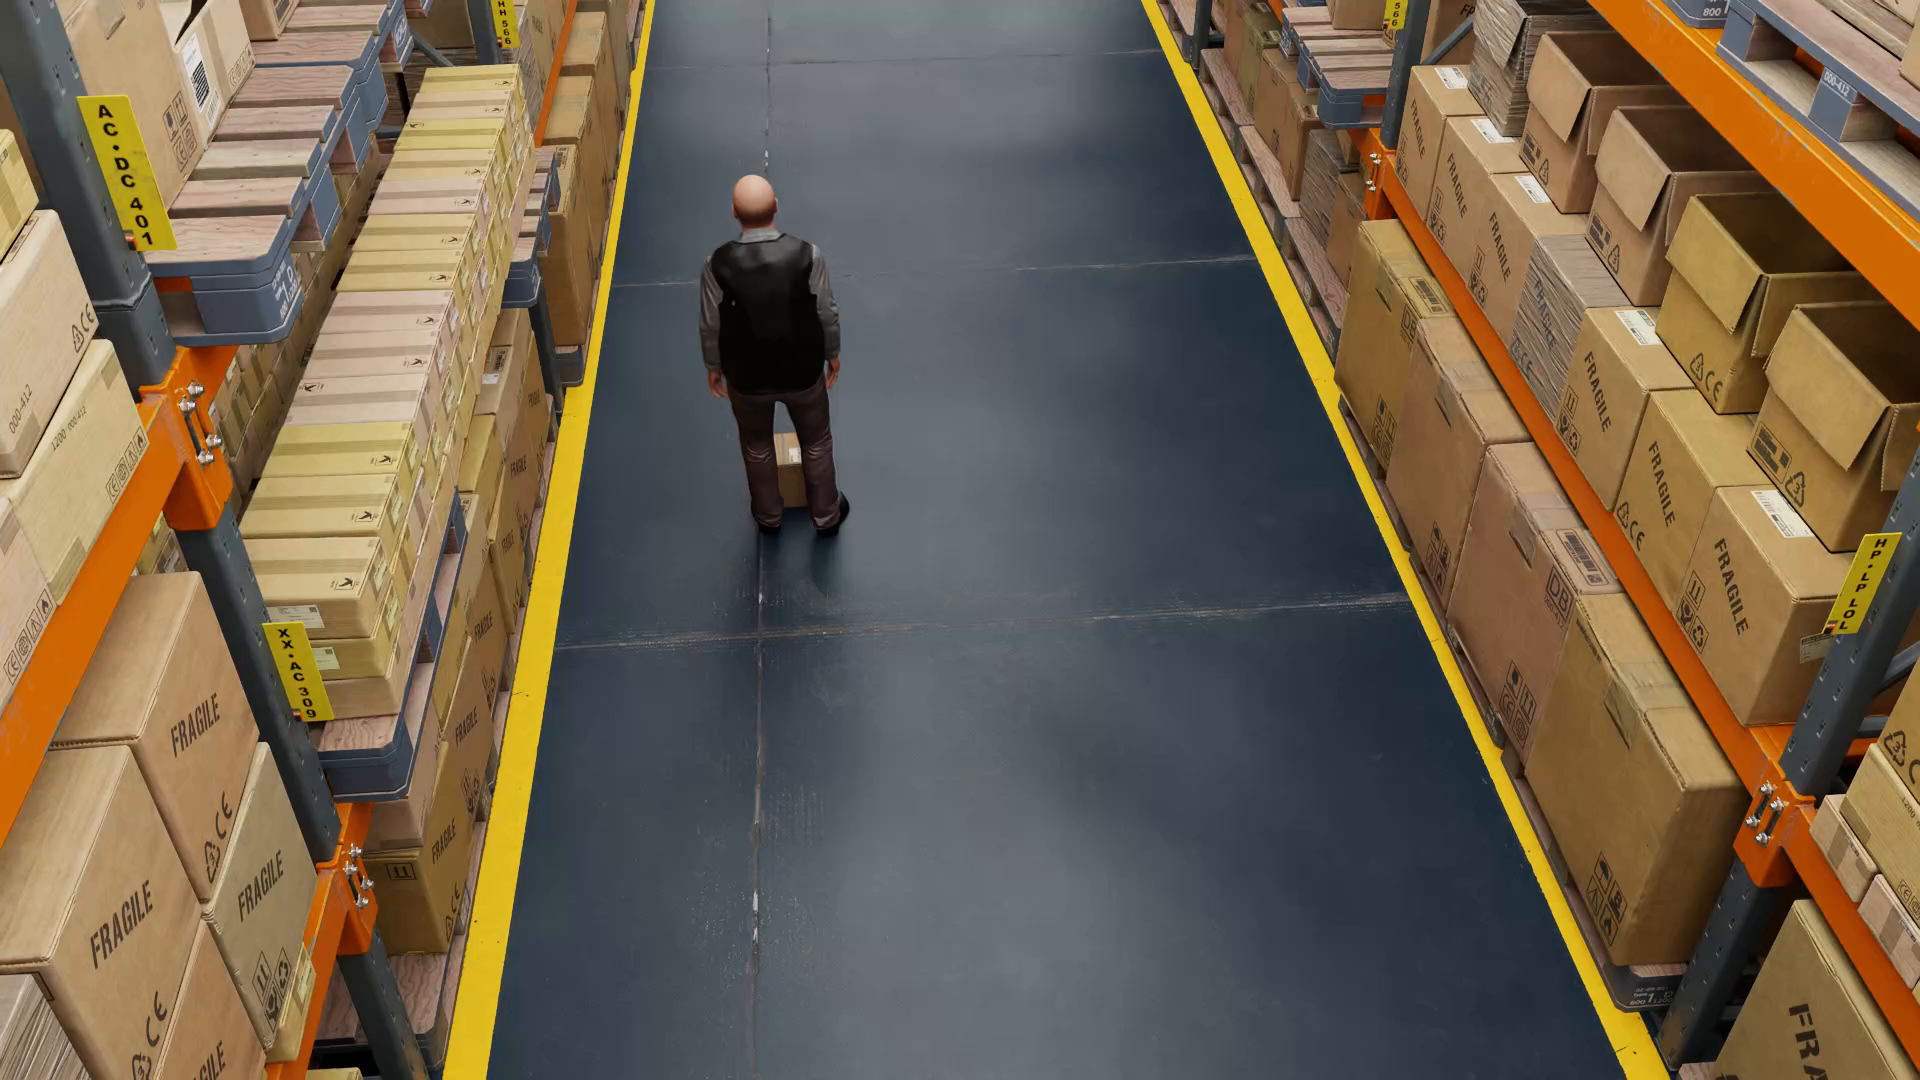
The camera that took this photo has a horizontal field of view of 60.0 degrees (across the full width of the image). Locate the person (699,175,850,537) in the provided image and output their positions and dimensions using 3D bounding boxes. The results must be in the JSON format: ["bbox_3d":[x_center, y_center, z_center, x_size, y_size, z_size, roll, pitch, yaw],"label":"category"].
[{"bbox_3d":[-0.793,-0.696,7.118,0.592,1.619,0.474,-5,39,-7],"label":"person"}]
